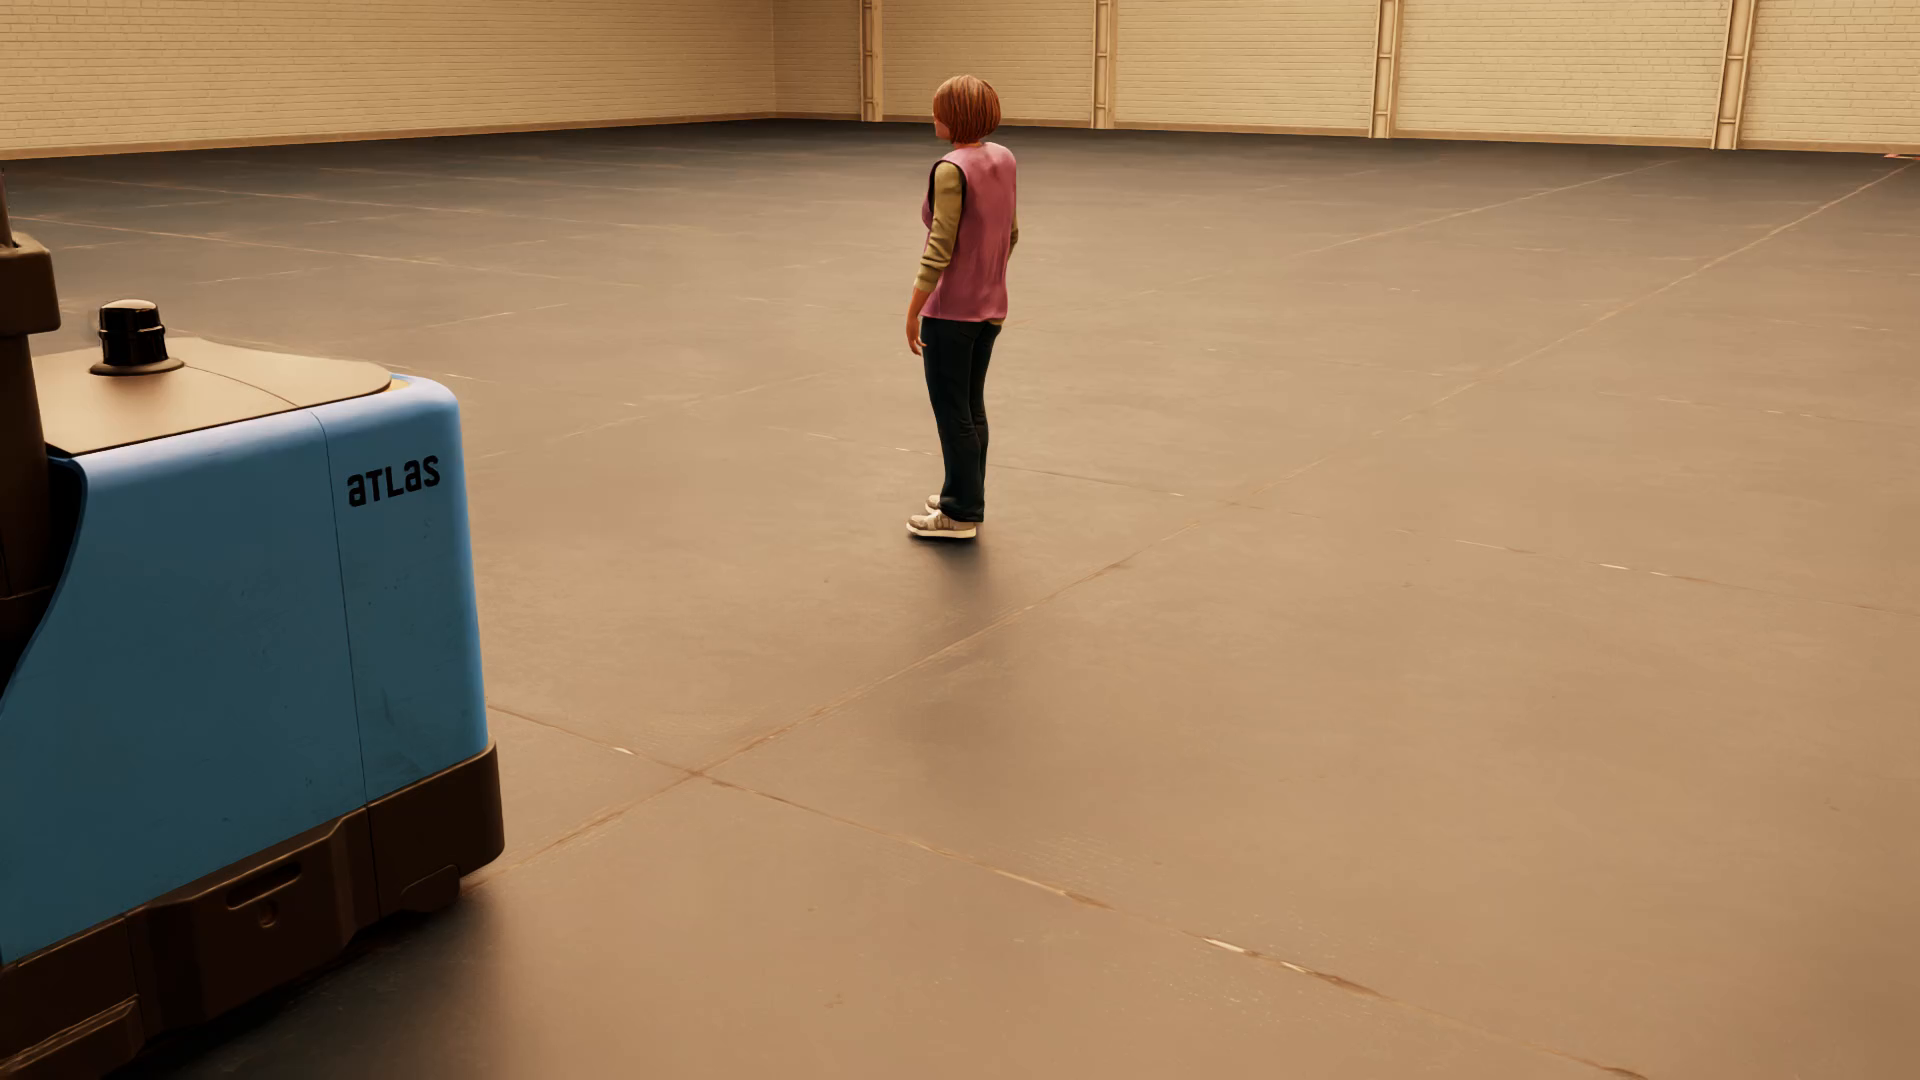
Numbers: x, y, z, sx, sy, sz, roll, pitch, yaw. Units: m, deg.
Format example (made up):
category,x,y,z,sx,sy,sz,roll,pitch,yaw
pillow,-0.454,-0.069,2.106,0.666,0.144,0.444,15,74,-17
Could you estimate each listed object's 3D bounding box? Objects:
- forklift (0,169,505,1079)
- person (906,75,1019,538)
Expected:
category,x,y,z,sx,sy,sz,roll,pitch,yaw
forklift,-2.181,-0.405,2.186,1.130,2.935,3.031,10,20,31
person,-0.054,-0.787,5.769,0.473,1.599,0.521,11,20,33
